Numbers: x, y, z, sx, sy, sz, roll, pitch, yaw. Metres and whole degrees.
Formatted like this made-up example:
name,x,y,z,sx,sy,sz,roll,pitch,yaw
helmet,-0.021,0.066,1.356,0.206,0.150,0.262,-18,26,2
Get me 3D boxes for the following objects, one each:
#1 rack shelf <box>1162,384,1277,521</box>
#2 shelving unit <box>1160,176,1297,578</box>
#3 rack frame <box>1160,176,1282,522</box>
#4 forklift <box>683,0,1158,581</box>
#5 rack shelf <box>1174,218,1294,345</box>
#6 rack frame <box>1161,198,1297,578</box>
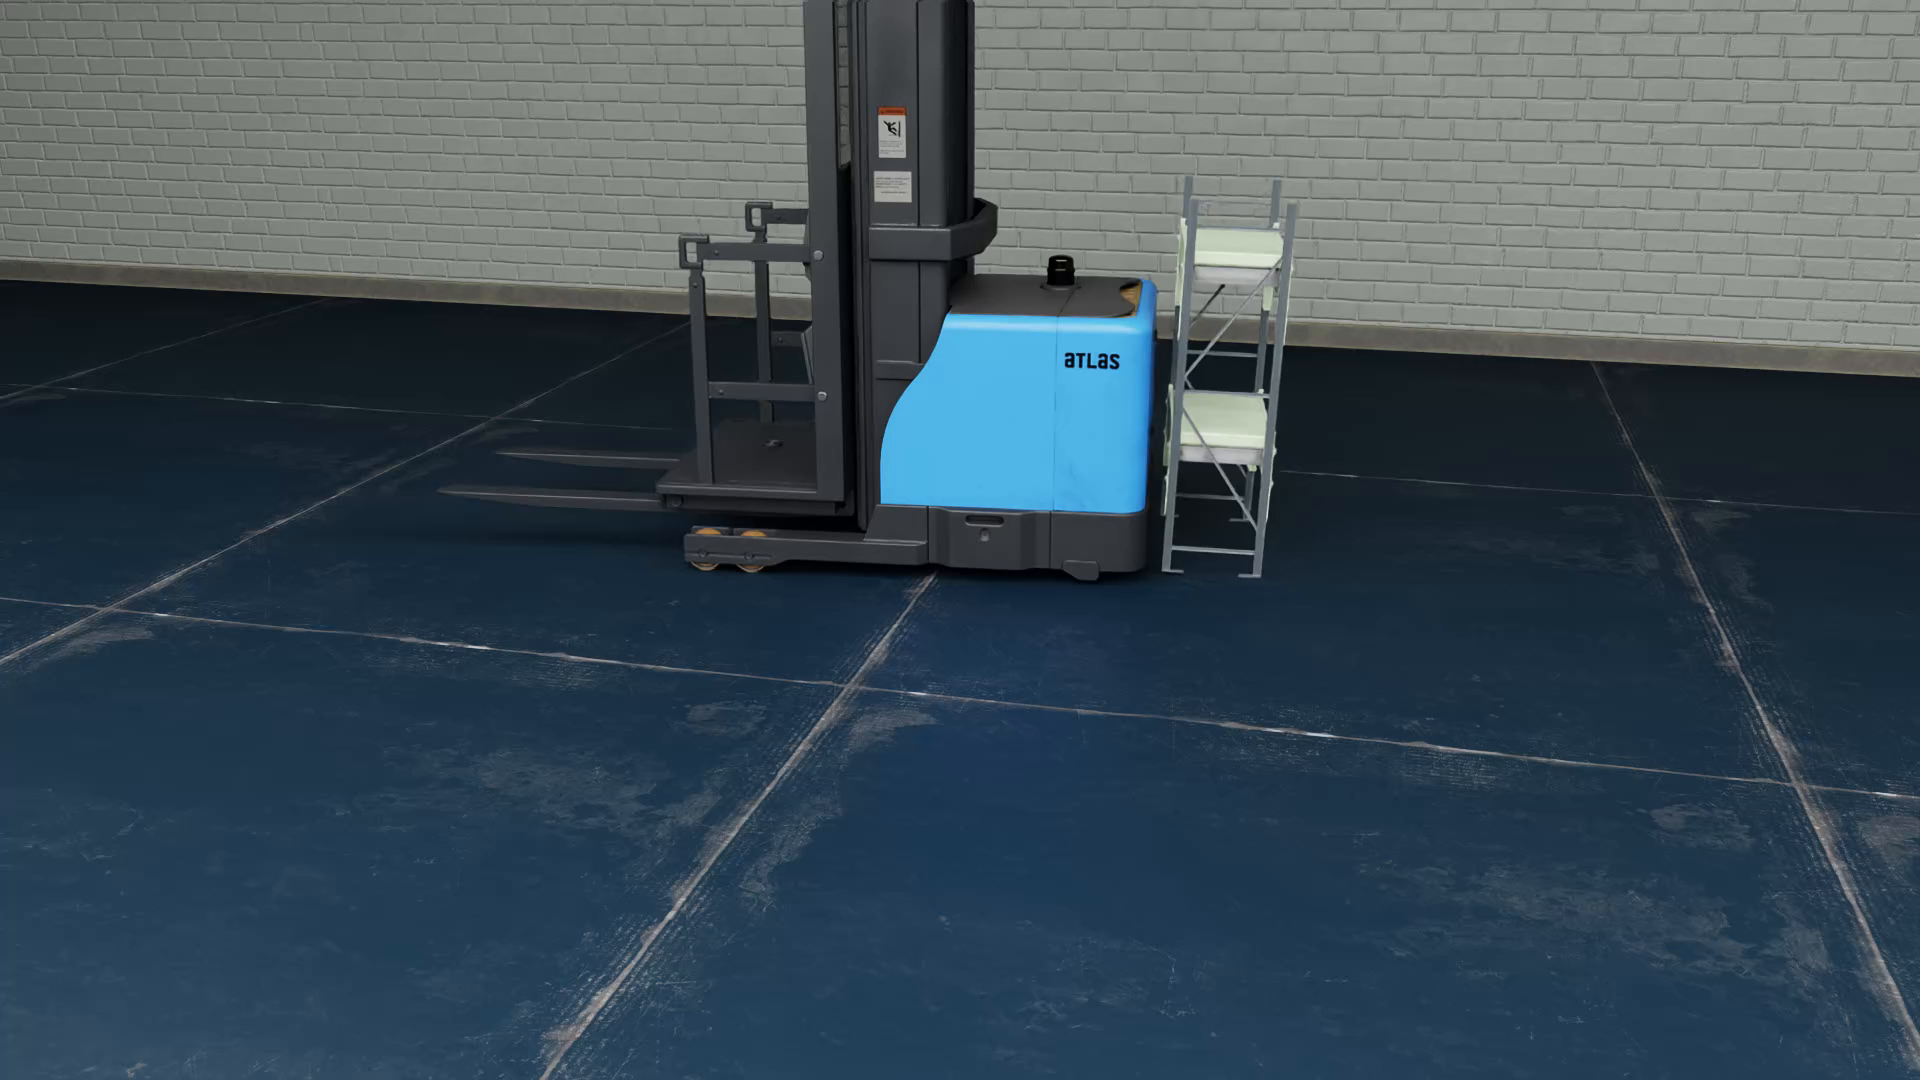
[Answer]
name,x,y,z,sx,sy,sz,roll,pitch,yaw
rack shelf,1.071,-0.379,6.963,0.431,0.370,0.720,4,19,5
shelving unit,1.082,-0.687,6.856,0.431,1.500,0.755,4,19,5
rack frame,1.120,-0.805,7.201,0.400,1.500,0.023,4,19,5
forklift,-0.694,-1.422,6.817,3.031,2.935,1.130,3,19,8
rack shelf,1.094,-1.056,6.729,0.431,0.370,0.720,4,19,5
rack frame,1.044,-0.569,6.512,0.400,1.500,0.023,4,19,5
